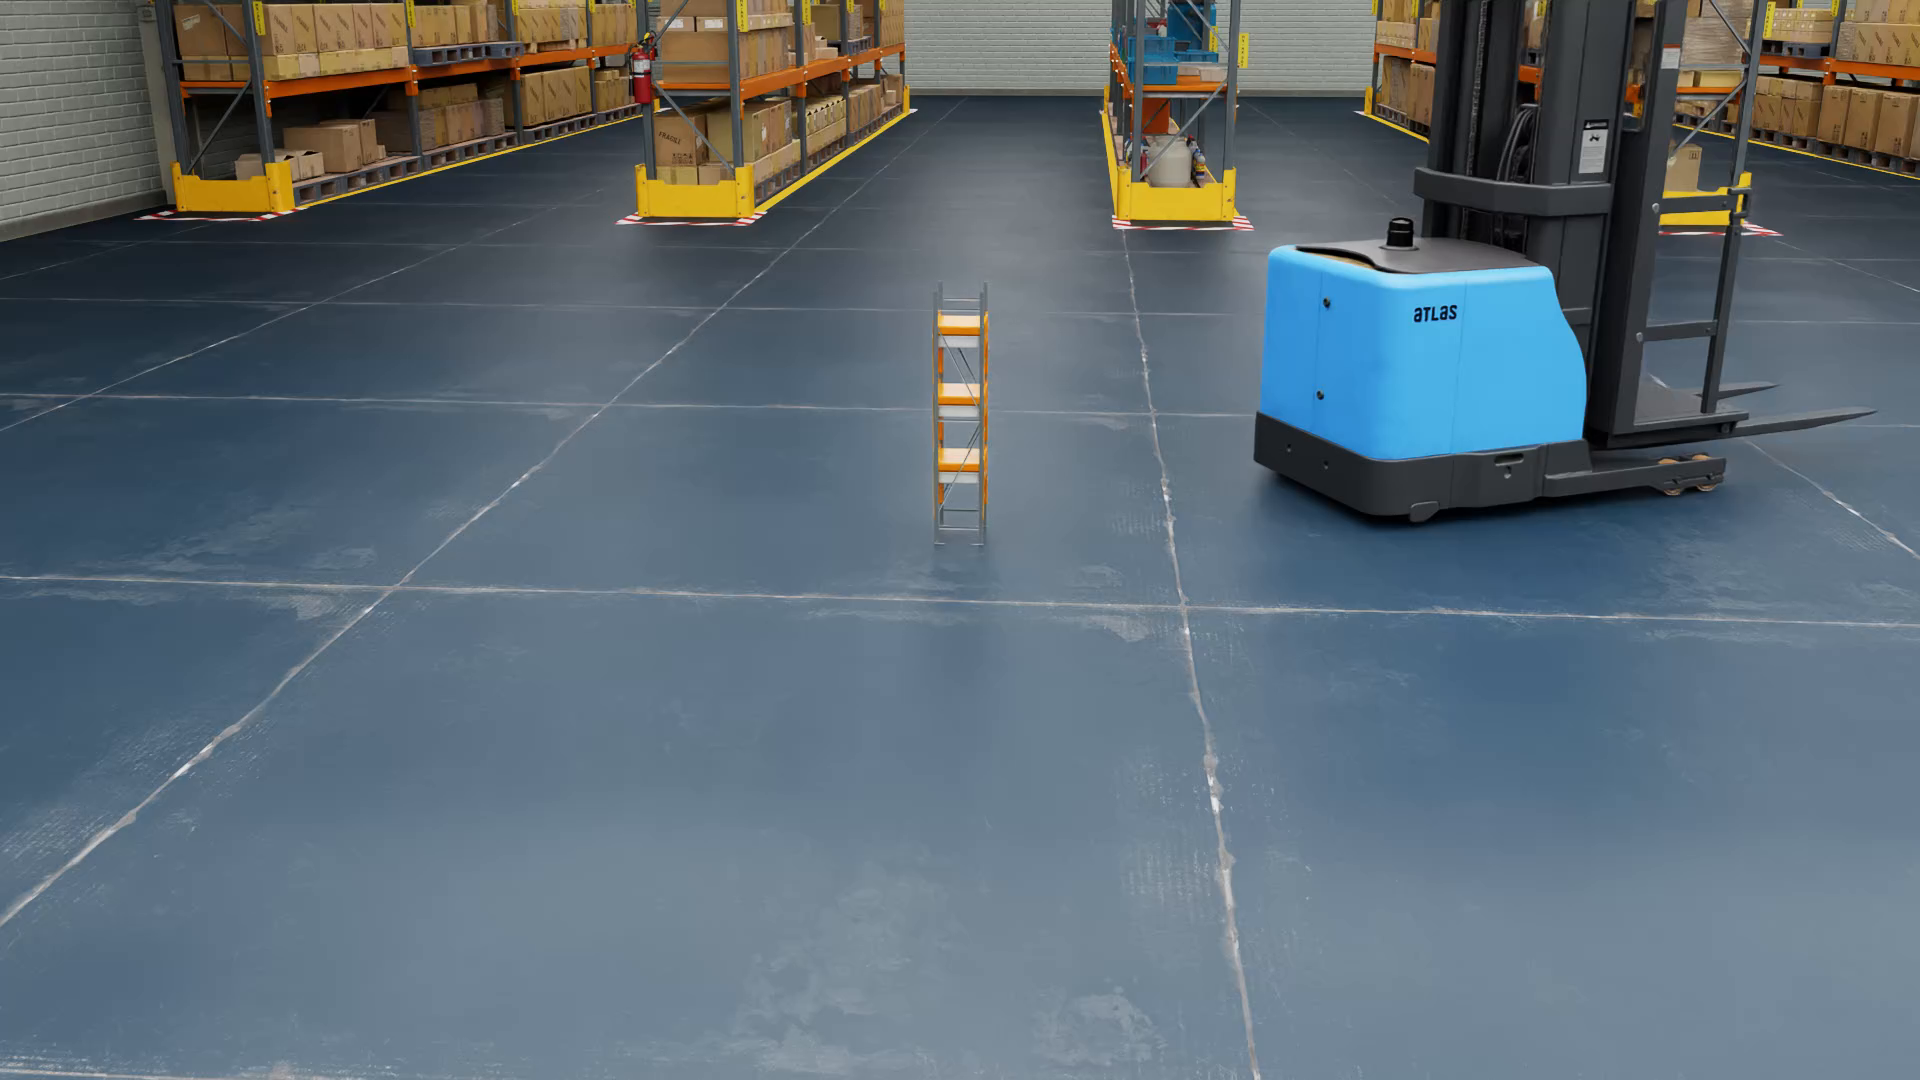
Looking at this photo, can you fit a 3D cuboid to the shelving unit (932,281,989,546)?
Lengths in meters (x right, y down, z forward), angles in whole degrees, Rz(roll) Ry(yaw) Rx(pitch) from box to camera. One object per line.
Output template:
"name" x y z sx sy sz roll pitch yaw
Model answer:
"shelving unit" 0.004 -0.516 6.810 0.215 1.050 0.252 1 18 4

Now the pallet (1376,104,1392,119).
"pallet" 8.331 -7.958 30.871 1.003 0.211 1.213 1 18 4

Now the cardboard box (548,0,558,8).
"cardboard box" -6.695 -8.552 26.329 0.500 0.250 0.500 1 18 3

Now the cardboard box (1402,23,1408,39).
"cardboard box" 7.829 -8.665 28.313 0.500 0.250 0.500 2 18 6

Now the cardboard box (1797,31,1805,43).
"cardboard box" 12.274 -7.227 23.892 0.380 0.149 0.250 1 18 4

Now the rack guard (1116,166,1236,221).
"rack guard" 2.182 -3.512 16.837 1.175 0.500 0.348 1 18 4

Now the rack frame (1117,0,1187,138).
"rack frame" 2.797 -7.159 23.955 1.000 3.000 0.127 1 18 4

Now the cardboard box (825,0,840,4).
"cardboard box" -2.079 -9.199 28.413 0.500 0.500 0.500 1 18 4

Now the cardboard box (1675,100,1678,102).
"cardboard box" 12.901 -7.897 29.632 0.380 0.149 0.250 0 18 1

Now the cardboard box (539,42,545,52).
"cardboard box" -6.766 -7.768 26.184 0.380 0.149 0.250 2 18 5

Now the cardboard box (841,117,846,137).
"cardboard box" -1.938 -5.995 24.144 0.500 0.250 0.500 2 18 5

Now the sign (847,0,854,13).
"sign" -1.590 -7.810 24.081 0.100 0.325 0.005 1 18 4

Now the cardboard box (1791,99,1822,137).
"cardboard box" 12.464 -6.129 24.149 0.500 0.500 0.500 1 18 4

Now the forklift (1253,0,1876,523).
"forklift" 2.955 -1.738 7.520 3.031 2.935 1.130 -7 19 -20

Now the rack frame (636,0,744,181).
"rack frame" -2.717 -4.786 16.713 1.000 3.000 0.127 1 18 4

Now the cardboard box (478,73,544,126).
"cardboard box" -6.901 -6.784 25.587 0.750 0.750 0.750 1 18 3

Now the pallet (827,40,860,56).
"pallet" -2.165 -7.392 24.973 1.213 0.211 1.003 1 18 4

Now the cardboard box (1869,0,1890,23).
"cardboard box" 12.600 -7.133 22.108 0.700 0.500 0.500 1 18 3

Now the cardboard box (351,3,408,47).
"cardboard box" -7.097 -6.279 20.273 0.500 0.500 0.500 1 18 4

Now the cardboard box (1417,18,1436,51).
"cardboard box" 7.742 -8.201 26.974 0.500 0.500 0.500 1 18 4

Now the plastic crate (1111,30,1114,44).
"plastic crate" 2.909 -9.021 29.810 0.416 0.233 0.300 1 18 4

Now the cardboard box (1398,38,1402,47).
"cardboard box" 7.792 -8.593 28.735 0.380 0.149 0.250 2 18 5

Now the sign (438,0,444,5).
"sign" -7.638 -7.942 24.484 0.100 0.325 0.005 1 18 4

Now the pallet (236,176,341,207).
"pallet" -7.559 -3.846 18.321 1.003 0.211 1.213 1 18 4

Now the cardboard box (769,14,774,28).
"cardboard box" -2.328 -5.901 18.912 0.380 0.149 0.250 2 18 5

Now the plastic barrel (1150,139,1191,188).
"plastic barrel" 2.194 -3.898 17.323 0.421 0.512 0.421 0 18 0

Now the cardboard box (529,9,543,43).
"cardboard box" -6.748 -7.886 25.504 0.500 0.500 0.500 2 18 6

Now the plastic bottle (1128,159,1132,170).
"plastic bottle" 1.918 -4.134 18.510 0.097 0.201 0.097 0 18 0

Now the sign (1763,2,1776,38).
"sign" 7.705 -4.963 15.863 0.100 0.325 0.005 1 18 4

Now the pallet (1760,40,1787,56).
"pallet" 12.778 -7.431 25.093 1.003 0.211 1.213 1 18 4

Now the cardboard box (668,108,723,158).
"cardboard box" -2.918 -4.520 18.437 0.500 0.500 0.500 1 18 4

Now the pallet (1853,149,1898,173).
"pallet" 12.455 -4.961 21.723 1.003 0.211 1.213 1 18 4

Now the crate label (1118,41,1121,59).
"crate label" 2.393 -6.957 23.607 0.303 0.233 0.416 1 18 4

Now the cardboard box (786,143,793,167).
"cardboard box" -2.291 -4.618 19.940 0.500 0.250 0.500 1 18 4

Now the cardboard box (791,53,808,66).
"cardboard box" -2.163 -6.180 21.370 0.380 0.149 0.250 1 18 4

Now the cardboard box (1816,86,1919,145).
"cardboard box" 12.544 -5.850 22.898 1.050 0.750 0.750 1 18 3

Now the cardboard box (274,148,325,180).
"cardboard box" -7.478 -4.217 18.587 0.500 0.311 0.500 3 18 8

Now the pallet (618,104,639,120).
"pallet" -6.580 -7.912 30.730 1.003 0.211 1.213 1 18 4

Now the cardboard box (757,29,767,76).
"cardboard box" -2.562 -5.460 18.607 0.700 0.500 0.500 2 18 6

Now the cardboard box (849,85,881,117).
"cardboard box" -1.606 -7.375 27.921 0.500 0.500 0.500 1 18 4

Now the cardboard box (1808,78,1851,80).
"cardboard box" 13.053 -6.794 24.977 0.500 0.250 0.500 1 18 4

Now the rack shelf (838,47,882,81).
"rack shelf" -2.000 -7.550 26.304 1.077 0.370 4.000 1 18 4

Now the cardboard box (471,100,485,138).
"cardboard box" -7.237 -6.020 23.784 0.700 0.500 0.500 1 18 4

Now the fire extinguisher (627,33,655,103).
"fire extinguisher" -3.189 -4.723 16.645 0.296 0.674 0.183 1 18 4

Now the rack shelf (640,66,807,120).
"rack shelf" -2.573 -5.066 18.721 1.077 0.370 4.000 1 18 4

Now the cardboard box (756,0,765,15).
"cardboard box" -2.563 -6.087 18.439 0.700 0.500 0.500 1 18 4

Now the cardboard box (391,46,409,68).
"cardboard box" -7.103 -5.923 20.389 0.500 0.250 0.500 1 18 4

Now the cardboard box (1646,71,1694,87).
"cardboard box" 6.978 -4.538 16.358 0.380 0.149 0.250 1 18 4

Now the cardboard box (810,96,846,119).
"cardboard box" -1.935 -6.262 24.058 0.500 0.311 0.500 2 18 5

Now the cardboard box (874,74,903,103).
"cardboard box" -1.363 -8.603 31.667 0.500 0.500 0.500 1 18 4

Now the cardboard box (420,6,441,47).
"cardboard box" -7.254 -6.726 21.764 0.700 0.500 0.500 3 18 10
